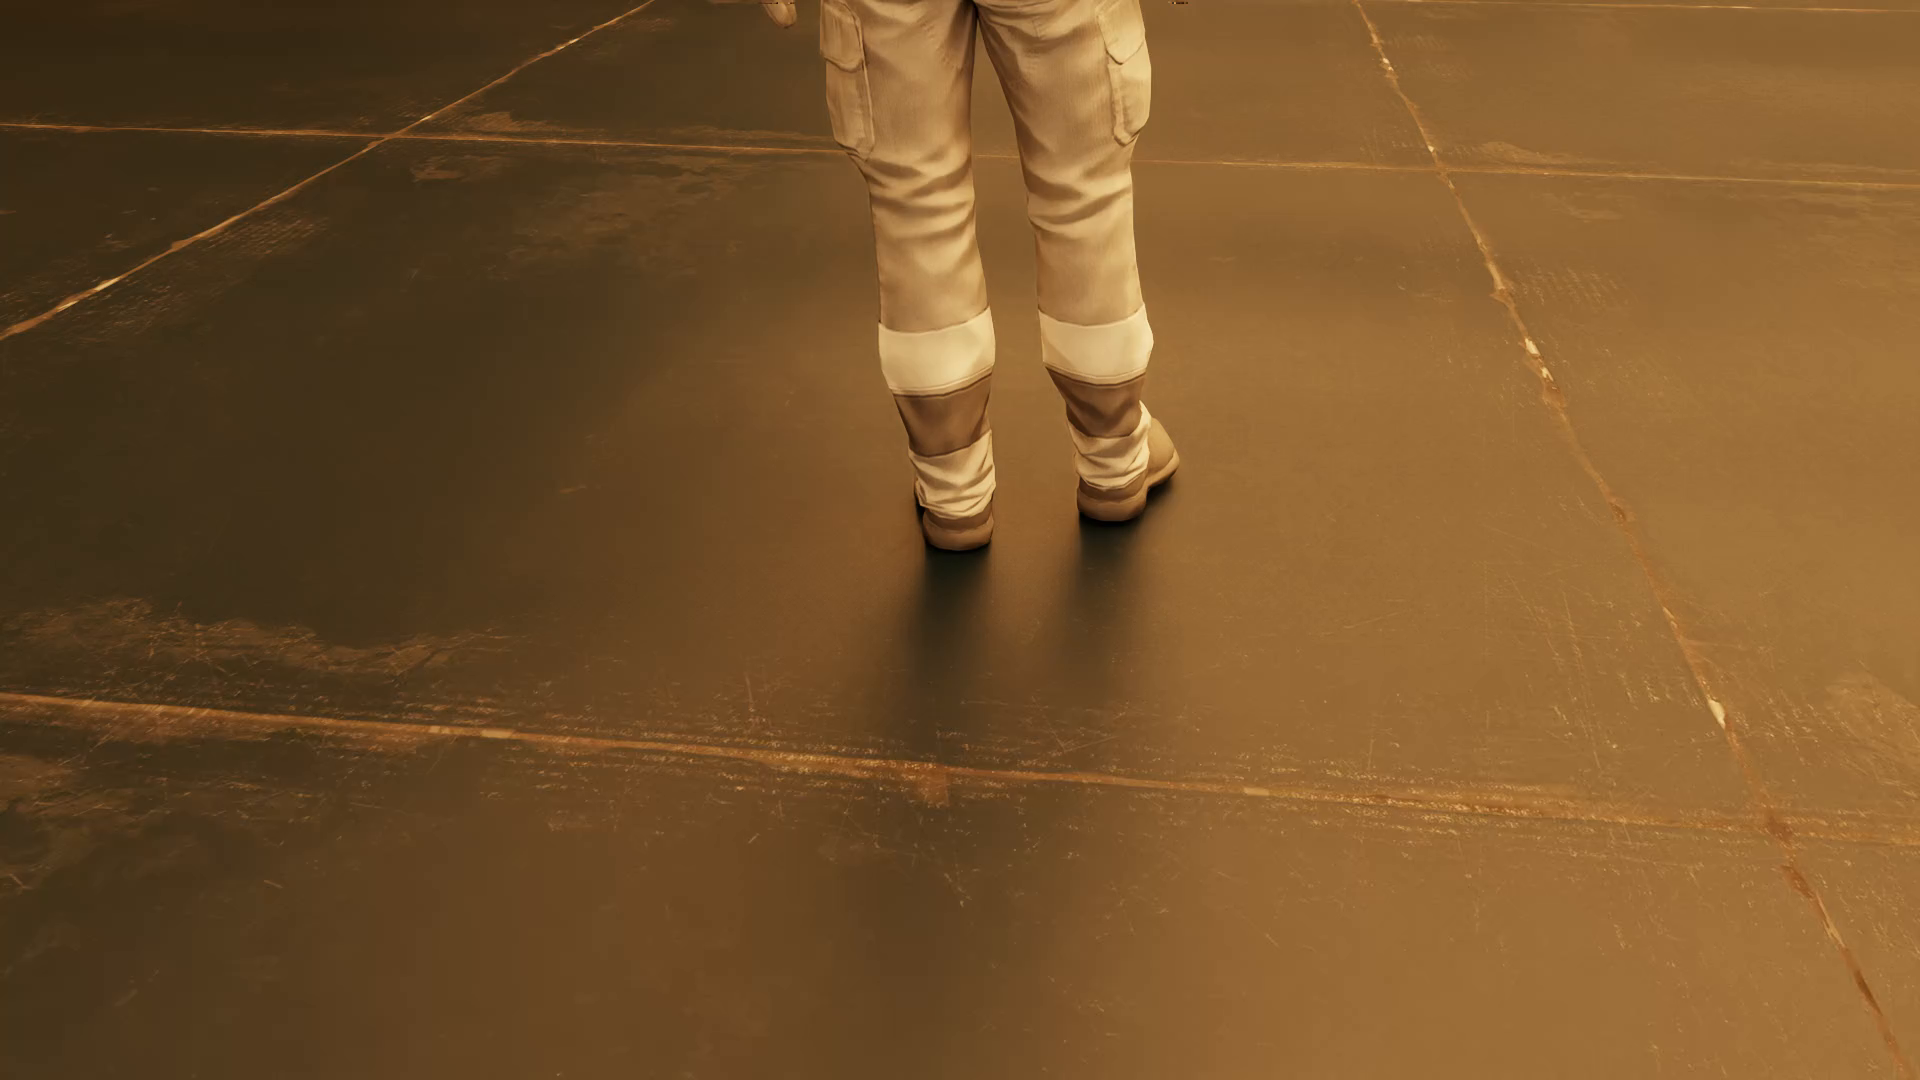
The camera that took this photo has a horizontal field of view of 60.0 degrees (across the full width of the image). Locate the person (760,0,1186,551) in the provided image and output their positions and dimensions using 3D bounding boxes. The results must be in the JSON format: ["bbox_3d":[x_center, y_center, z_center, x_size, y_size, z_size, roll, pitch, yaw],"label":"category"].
[{"bbox_3d":[0.021,-0.842,2.168,0.638,1.789,0.562,3,27,7],"label":"person"}]
